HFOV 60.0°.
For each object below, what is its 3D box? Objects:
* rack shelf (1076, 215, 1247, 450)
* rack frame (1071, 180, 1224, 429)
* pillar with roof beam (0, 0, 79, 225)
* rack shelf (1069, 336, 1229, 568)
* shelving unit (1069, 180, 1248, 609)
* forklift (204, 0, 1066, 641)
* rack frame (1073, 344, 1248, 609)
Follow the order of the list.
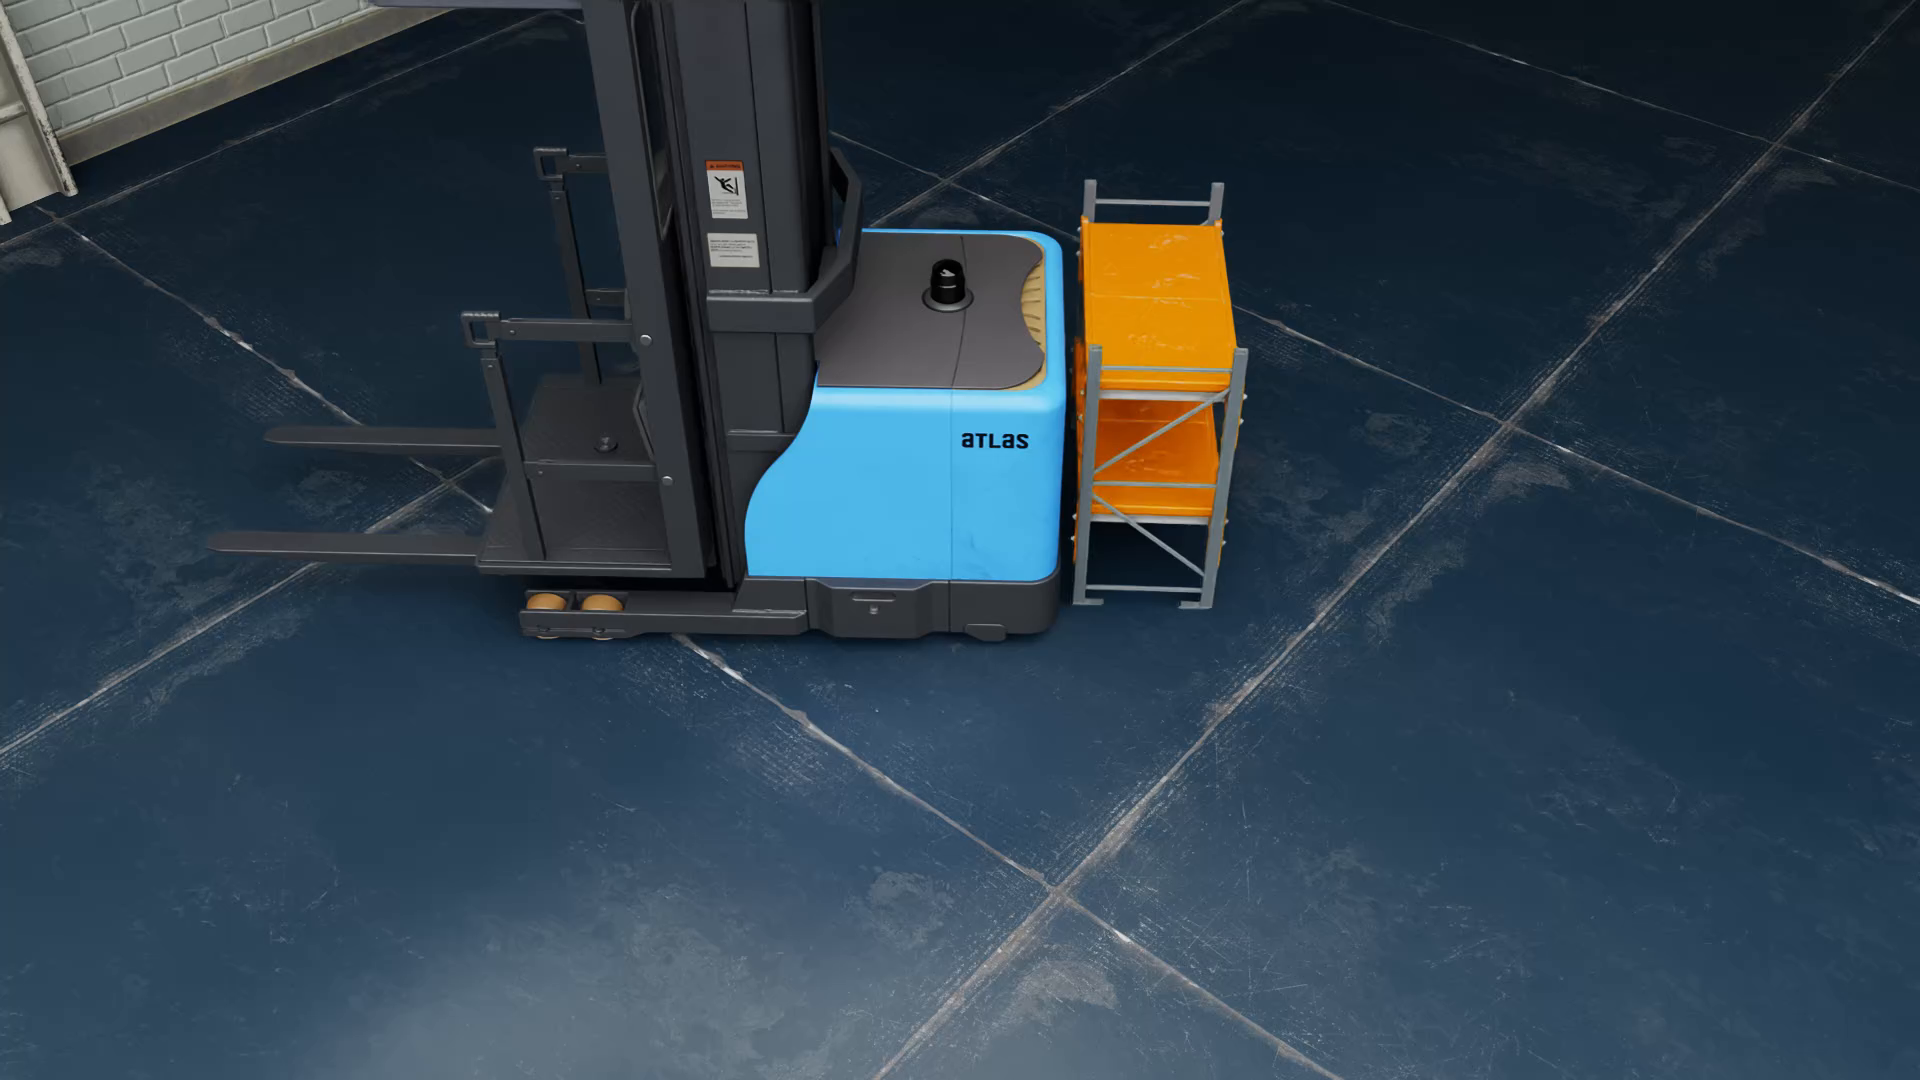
[{"bbox_3d":[0.678,-0.743,5.796,0.538,0.278,1.000,2,42,2],"label":"rack shelf"},{"bbox_3d":[0.700,-0.868,6.369,0.500,1.125,0.032,2,42,2],"label":"rack frame"},{"bbox_3d":[-1.247,-3.127,3.000,9.100,9.000,0.400,29,50,28],"label":"pillar with roof beam"},{"bbox_3d":[0.678,-0.346,6.158,0.538,0.278,1.000,2,42,2],"label":"rack shelf"},{"bbox_3d":[0.678,-0.527,5.993,0.538,1.125,1.048,2,42,2],"label":"shelving unit"},{"bbox_3d":[-1.156,-1.087,5.266,3.031,2.935,1.130,1,42,1],"label":"forklift"},{"bbox_3d":[0.657,-0.185,5.617,0.500,1.125,0.032,2,42,2],"label":"rack frame"}]
